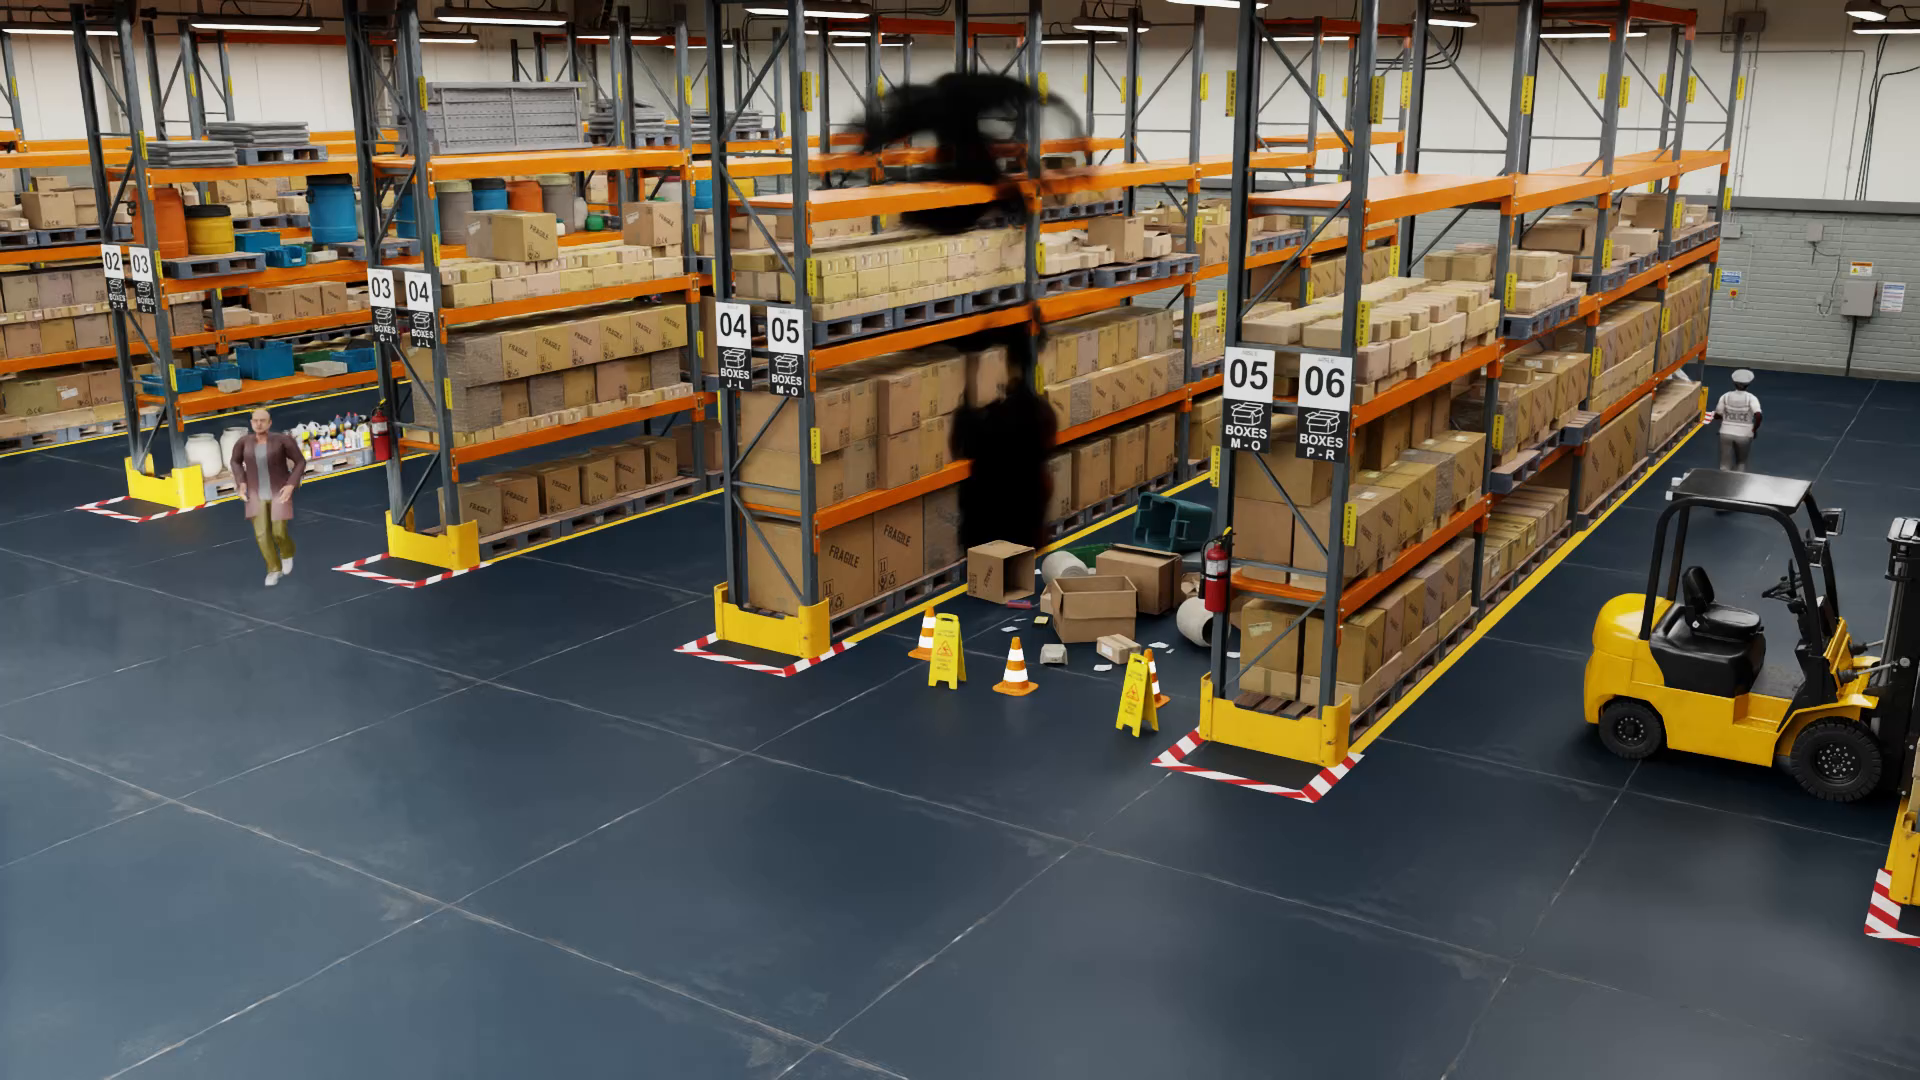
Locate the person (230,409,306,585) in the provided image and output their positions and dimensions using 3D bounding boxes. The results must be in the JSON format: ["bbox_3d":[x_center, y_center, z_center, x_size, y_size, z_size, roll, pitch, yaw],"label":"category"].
[{"bbox_3d":[-6.890,-0.445,16.606,0.728,1.734,0.747,-3,16,-10],"label":"person"}]

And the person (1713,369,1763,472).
[{"bbox_3d":[9.537,-1.224,20.457,0.560,1.753,0.726,8,17,27],"label":"person"}]

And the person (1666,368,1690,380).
[{"bbox_3d":[11.635,-3.095,27.114,0.690,1.827,0.814,-12,19,-36],"label":"person"}]
